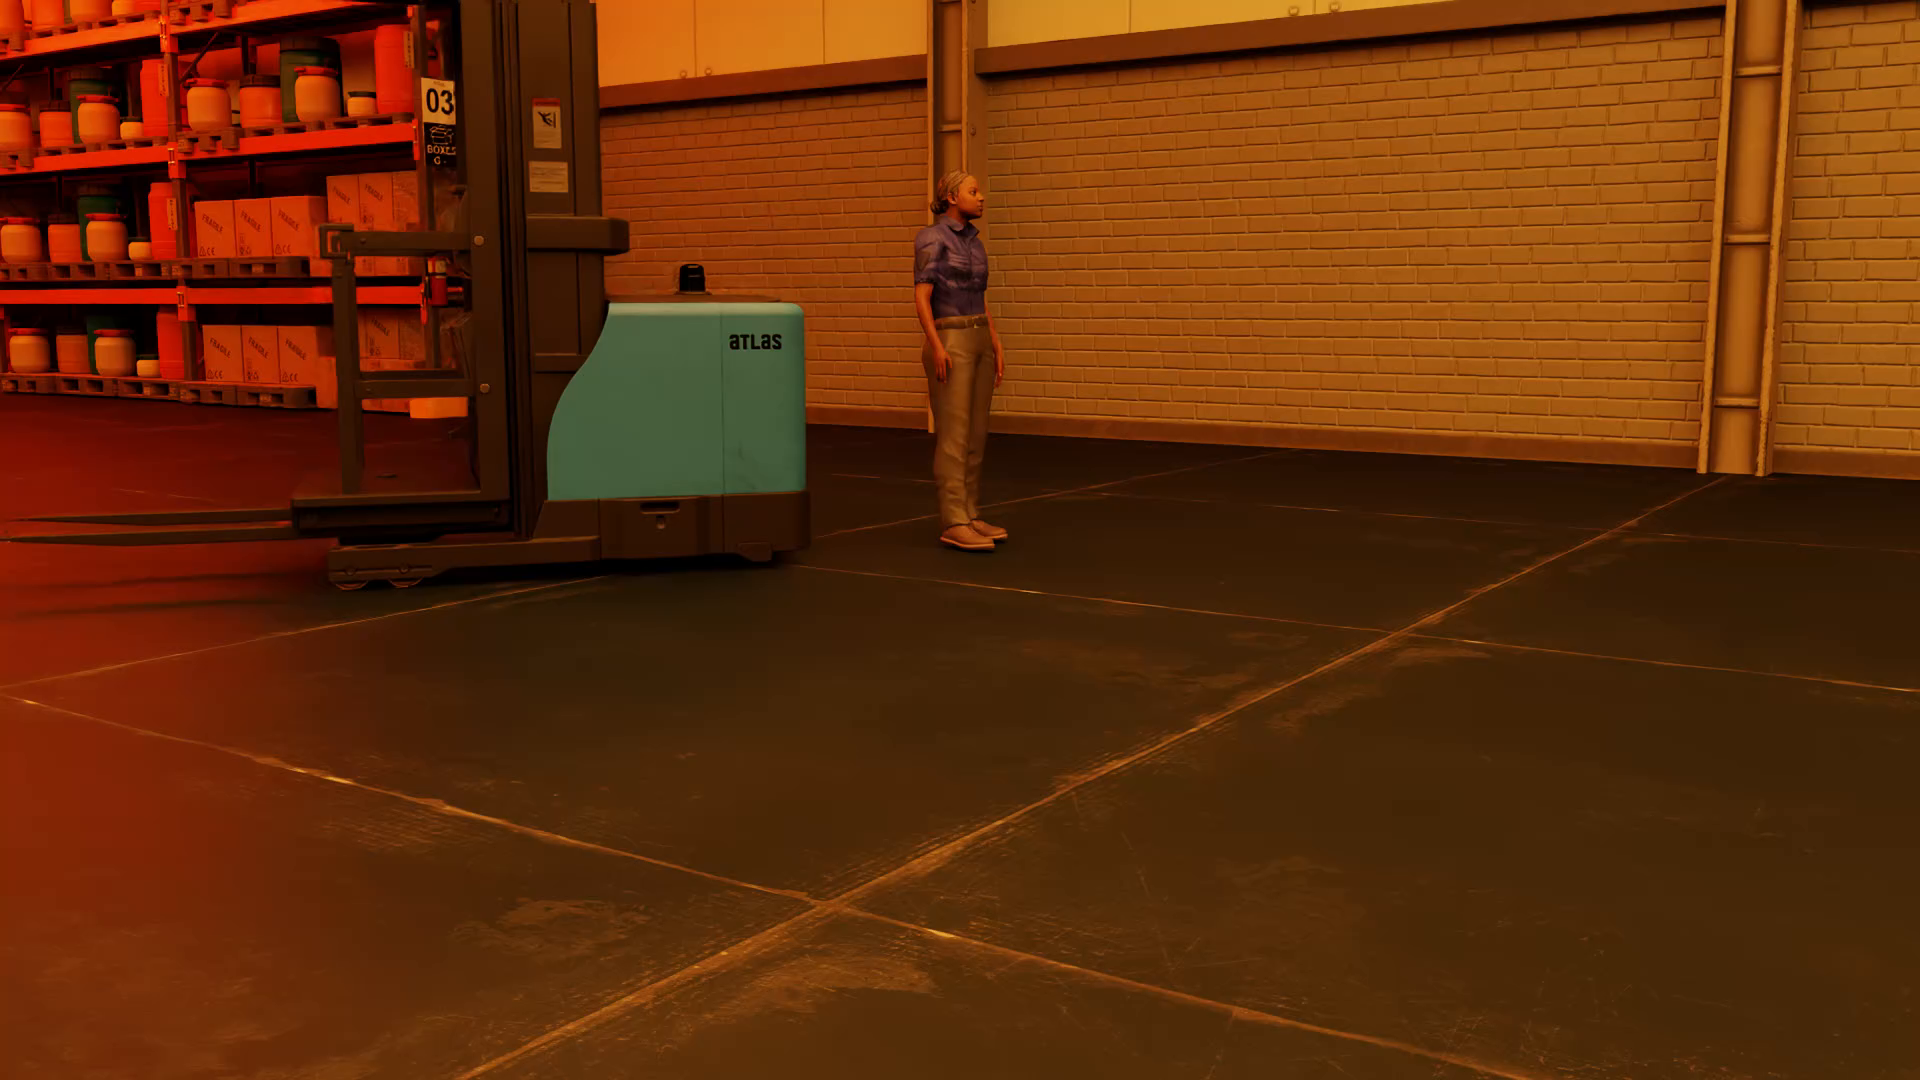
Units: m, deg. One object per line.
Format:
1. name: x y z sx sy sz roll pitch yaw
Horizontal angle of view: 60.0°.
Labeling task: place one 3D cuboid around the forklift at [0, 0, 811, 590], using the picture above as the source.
1. forklift: -2.194 -1.344 6.645 3.031 2.935 1.130 -3 9 -18

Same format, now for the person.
1. person: 0.061 -0.817 7.421 0.504 1.655 0.569 5 10 34
